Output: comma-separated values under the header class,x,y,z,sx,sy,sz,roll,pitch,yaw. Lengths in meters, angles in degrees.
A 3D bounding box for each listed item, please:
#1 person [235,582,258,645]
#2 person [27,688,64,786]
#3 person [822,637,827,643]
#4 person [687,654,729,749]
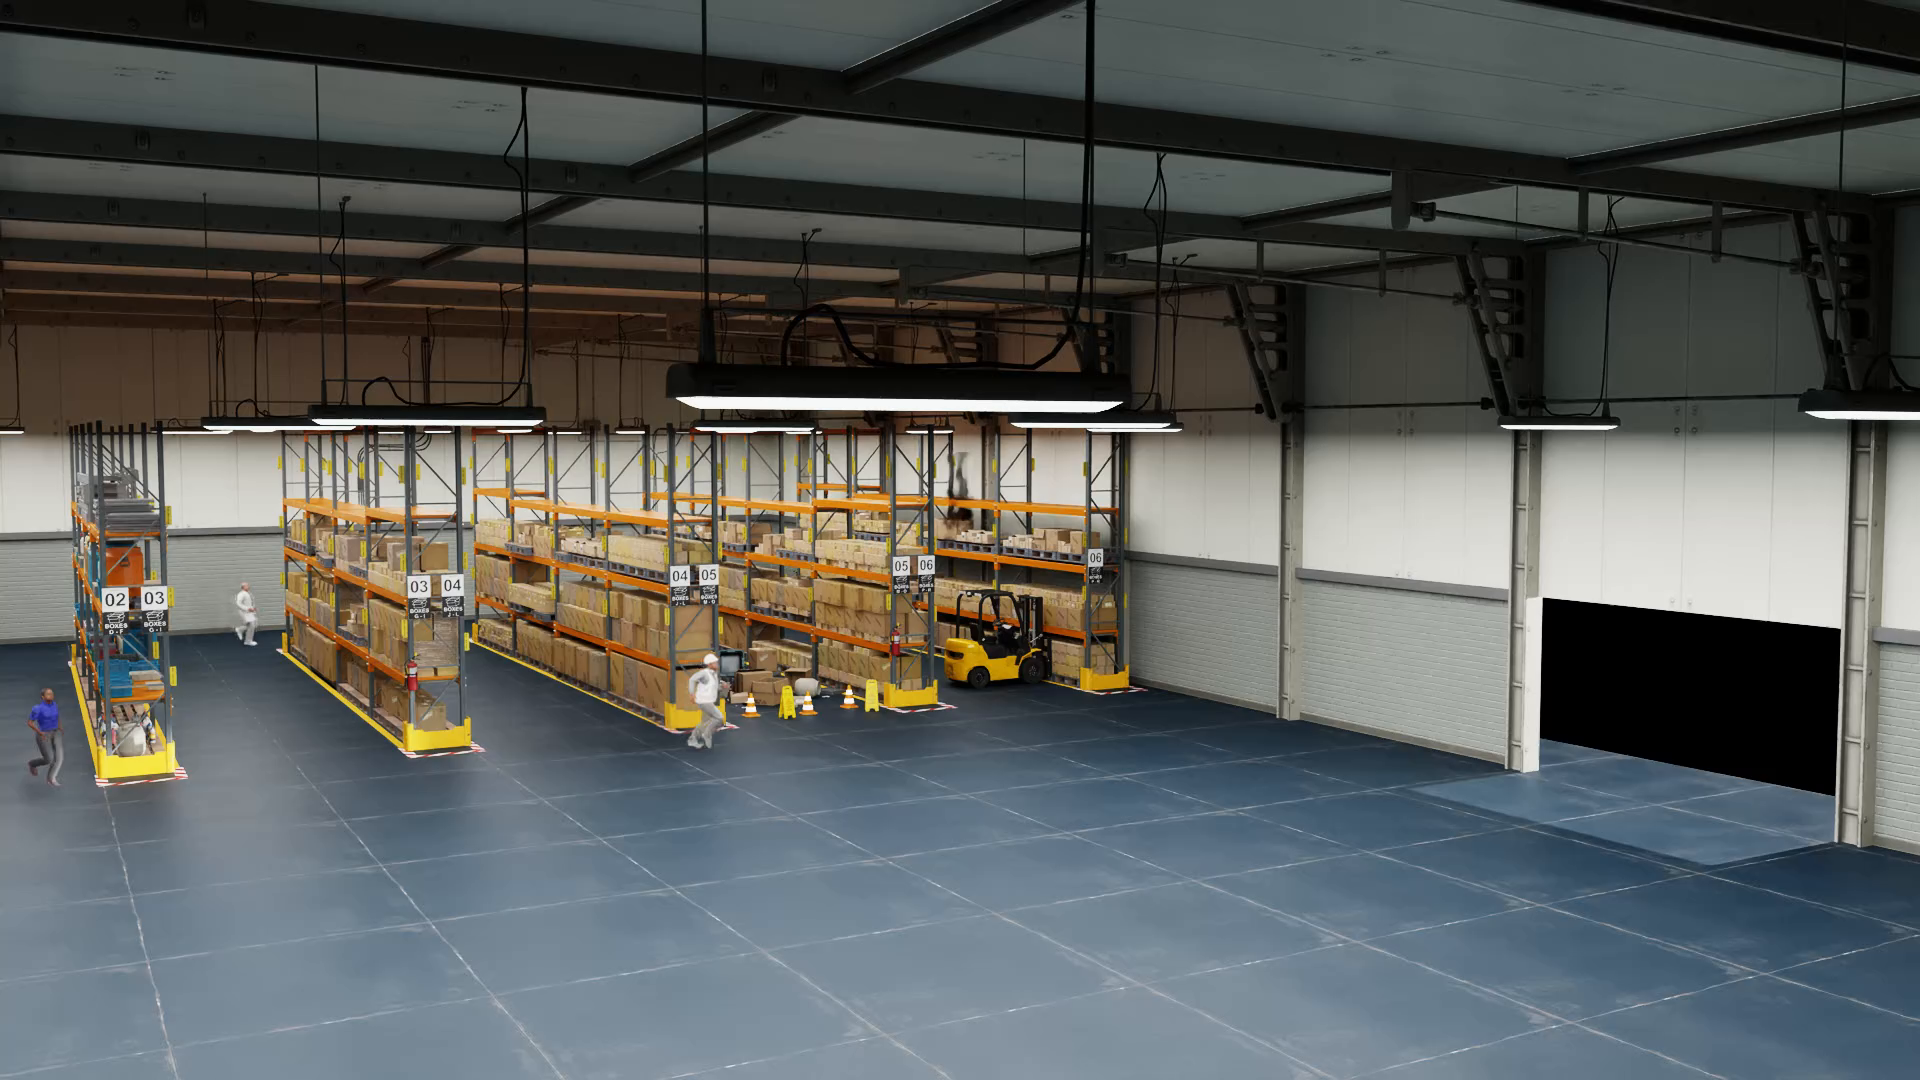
class,x,y,z,sx,sy,sz,roll,pitch,yaw
person,-19.719,2.033,45.870,0.643,1.738,0.712,0,4,0
person,-15.069,3.246,27.398,0.618,1.634,0.564,2,4,24
person,-3.592,2.165,45.004,0.611,1.638,0.757,-2,4,-29
person,-4.612,2.952,30.392,0.788,1.728,0.687,1,4,13
